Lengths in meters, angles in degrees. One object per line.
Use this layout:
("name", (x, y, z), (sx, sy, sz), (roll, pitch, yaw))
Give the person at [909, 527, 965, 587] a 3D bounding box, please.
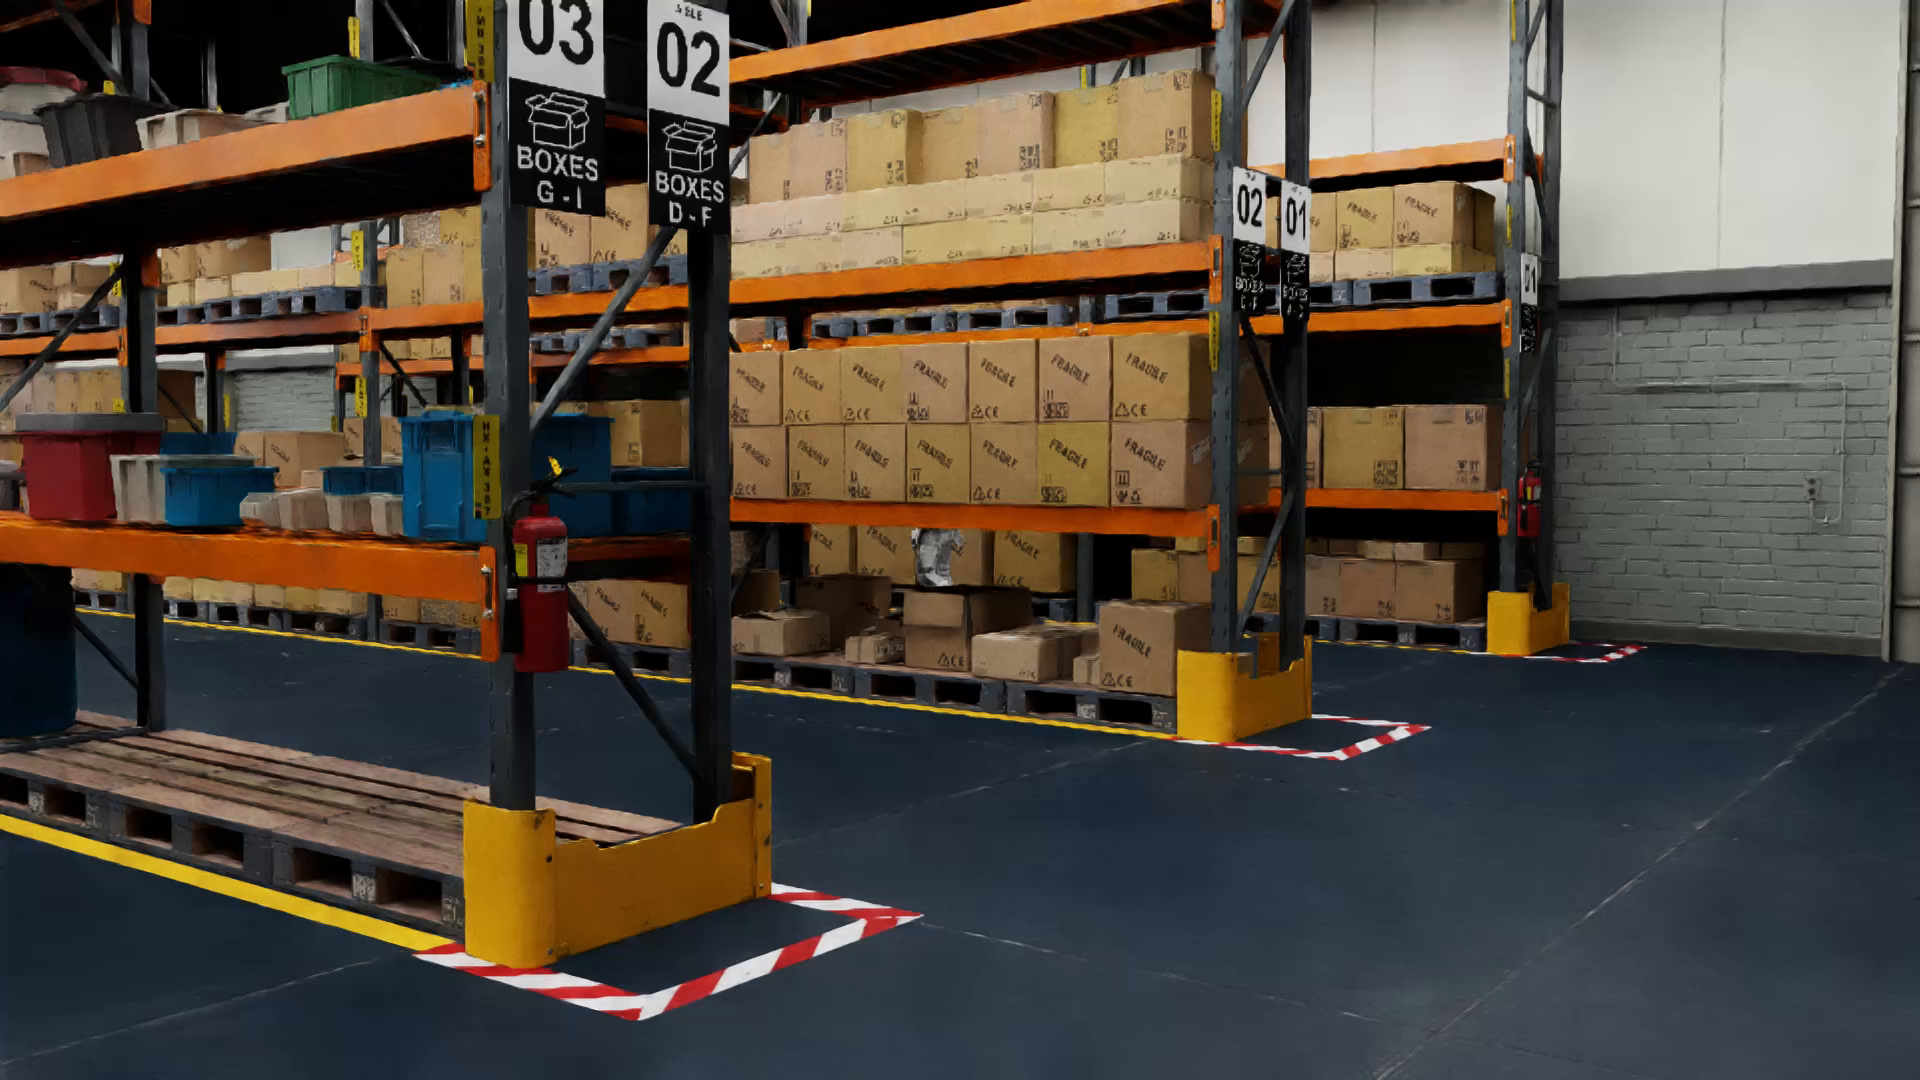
("person", (-0.217, -0.066, 15.035), (0.682, 1.761, 0.536), (1, 3, 19))
